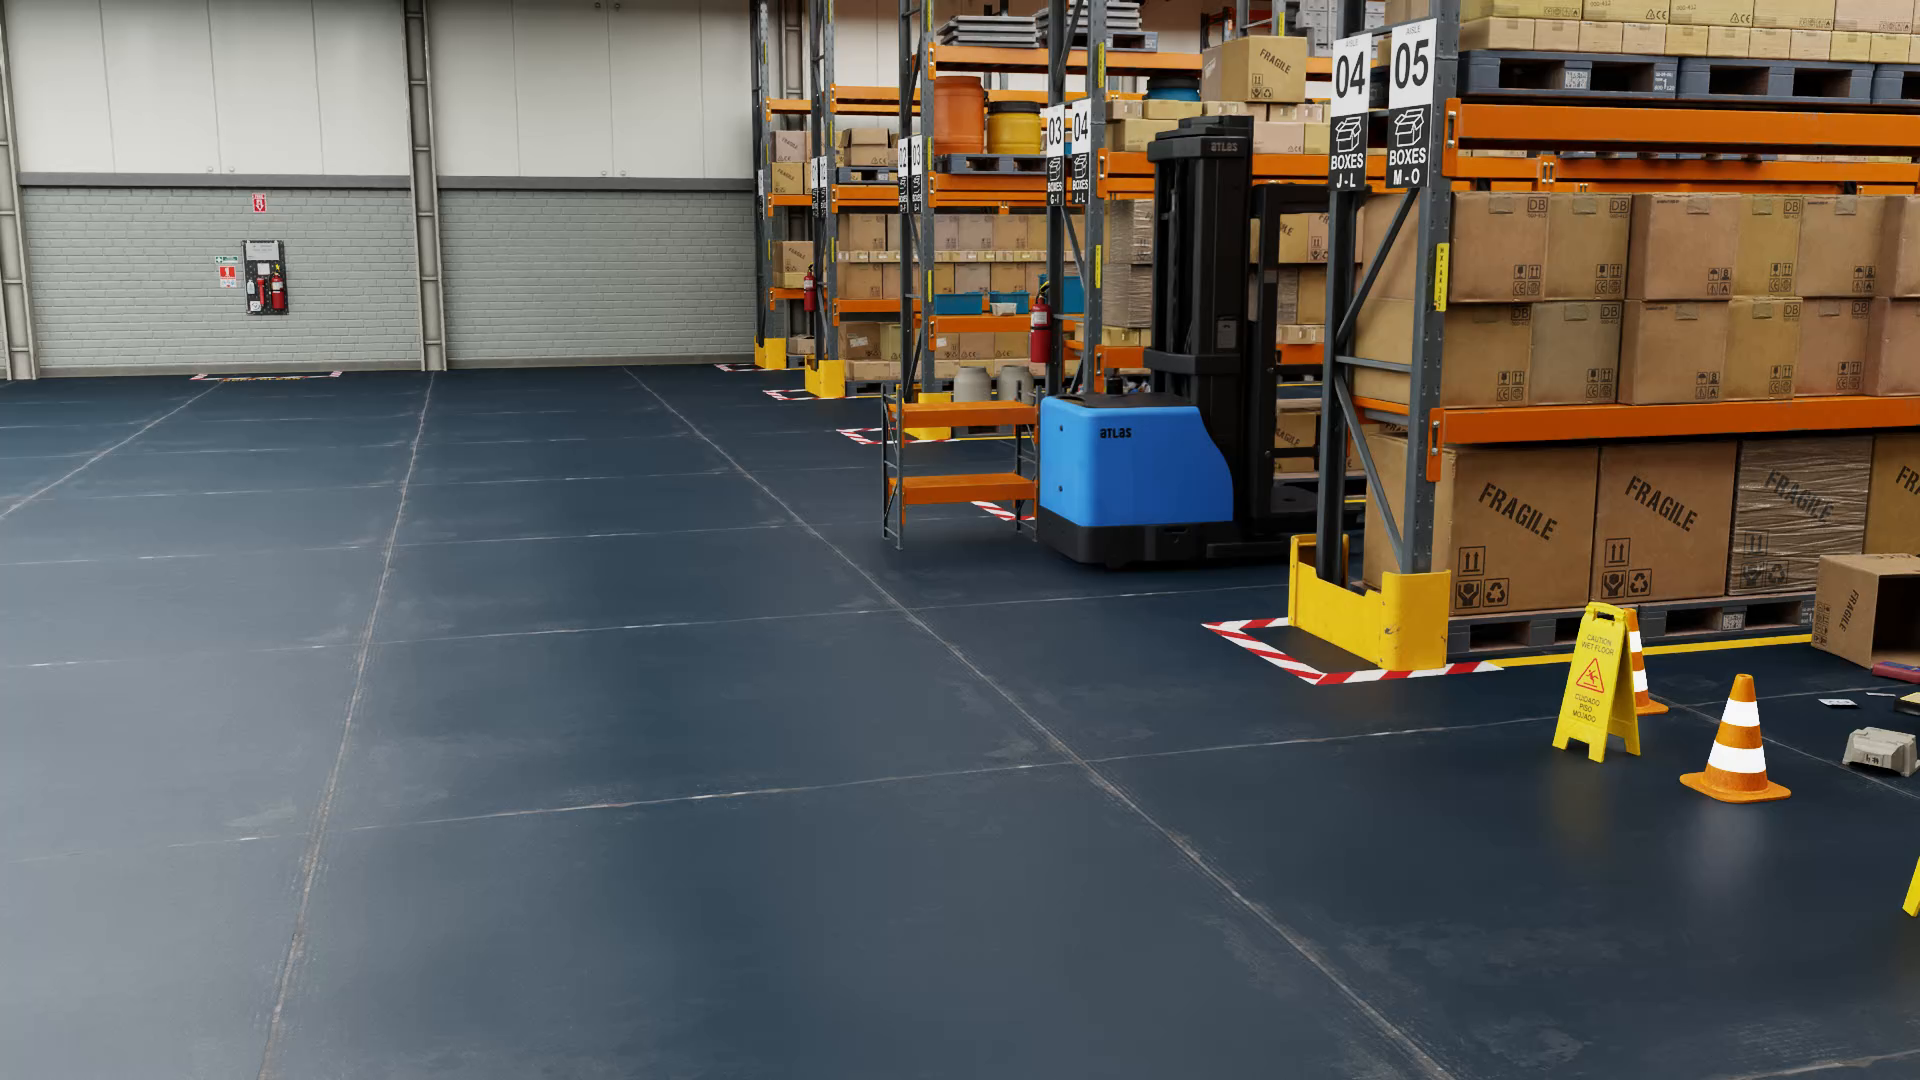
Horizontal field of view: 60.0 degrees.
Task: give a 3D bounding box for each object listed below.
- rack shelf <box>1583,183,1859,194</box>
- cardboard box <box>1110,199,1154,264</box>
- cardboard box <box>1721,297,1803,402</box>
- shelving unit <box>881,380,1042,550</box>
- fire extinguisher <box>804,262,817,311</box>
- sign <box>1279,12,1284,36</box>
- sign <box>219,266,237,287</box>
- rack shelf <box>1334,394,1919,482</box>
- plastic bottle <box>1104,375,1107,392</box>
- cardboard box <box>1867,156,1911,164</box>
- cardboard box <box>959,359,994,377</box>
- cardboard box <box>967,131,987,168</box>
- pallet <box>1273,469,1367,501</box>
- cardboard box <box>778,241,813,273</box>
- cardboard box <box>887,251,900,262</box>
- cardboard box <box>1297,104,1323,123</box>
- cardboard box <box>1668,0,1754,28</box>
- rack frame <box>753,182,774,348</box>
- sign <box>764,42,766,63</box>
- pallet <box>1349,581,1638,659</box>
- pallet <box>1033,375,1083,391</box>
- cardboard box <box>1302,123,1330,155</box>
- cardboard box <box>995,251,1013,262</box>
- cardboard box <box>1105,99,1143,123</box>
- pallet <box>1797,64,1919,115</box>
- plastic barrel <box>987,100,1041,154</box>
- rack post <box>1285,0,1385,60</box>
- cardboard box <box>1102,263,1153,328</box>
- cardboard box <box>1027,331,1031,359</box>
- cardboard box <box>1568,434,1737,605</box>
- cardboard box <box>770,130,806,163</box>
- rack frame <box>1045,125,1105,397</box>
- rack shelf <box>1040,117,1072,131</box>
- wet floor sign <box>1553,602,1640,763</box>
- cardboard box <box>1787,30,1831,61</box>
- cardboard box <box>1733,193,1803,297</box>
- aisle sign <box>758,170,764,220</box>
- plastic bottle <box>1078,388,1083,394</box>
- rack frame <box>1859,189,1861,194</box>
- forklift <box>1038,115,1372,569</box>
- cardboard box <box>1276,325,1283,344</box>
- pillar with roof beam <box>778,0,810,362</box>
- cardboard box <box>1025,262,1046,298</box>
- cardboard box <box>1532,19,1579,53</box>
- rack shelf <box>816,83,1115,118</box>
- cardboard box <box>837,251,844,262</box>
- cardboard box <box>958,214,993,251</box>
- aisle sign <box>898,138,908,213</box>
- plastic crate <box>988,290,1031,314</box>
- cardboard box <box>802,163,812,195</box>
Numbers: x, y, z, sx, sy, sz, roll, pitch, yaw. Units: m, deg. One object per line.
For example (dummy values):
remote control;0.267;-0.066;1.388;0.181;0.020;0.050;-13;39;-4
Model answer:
rack shelf;9.132;-4.272;20.671;4.000;0.370;1.077;-3;11;-16
cardboard box;1.519;-2.451;13.219;0.500;0.500;0.500;-3;11;-16
cardboard box;4.140;-1.089;9.263;0.500;0.550;0.875;-3;11;-16
shelving unit;0.006;-0.554;11.946;1.048;1.125;0.538;-3;11;-16
fire extinguisher;-2.094;-3.543;23.220;0.183;0.674;0.296;-3;11;-16
sign;3.514;-5.599;18.181;0.005;0.325;0.100;-3;11;-16
sign;-11.512;-4.138;26.142;0.234;0.329;0.001;-3;11;-16
rack shelf;4.124;-0.664;9.355;4.000;0.370;1.077;-3;11;-16
plastic bottle;1.712;-1.752;19.378;0.185;0.351;0.144;-3;11;-14
cardboard box;8.208;-3.523;15.030;0.500;0.250;0.500;-3;11;-16
cardboard box;0.167;-2.424;23.366;0.500;0.250;0.500;-3;11;-16
cardboard box;0.374;-5.448;23.241;0.637;0.503;0.797;-2;11;-10
pallet;2.947;-0.512;14.246;1.213;0.211;1.003;-3;11;-16
cardboard box;-2.696;-4.644;27.274;0.500;0.500;0.500;-3;11;-16
cardboard box;-0.921;-3.883;22.786;0.250;0.149;0.380;-3;11;-16
cardboard box;2.729;-3.436;13.452;0.250;0.149;0.380;-3;11;-17
cardboard box;3.711;-2.751;8.578;0.500;0.250;0.500;-3;11;-16
rack frame;-3.239;-4.367;27.483;0.127;3.000;1.000;-3;11;-16
sign;-3.087;-7.721;26.336;0.005;0.325;0.100;-3;11;-16
pallet;2.950;0.401;9.286;1.213;0.211;1.003;-3;11;-16
pallet;1.215;-2.304;23.980;1.213;0.211;1.003;-3;11;-16
cardboard box;2.918;-3.243;13.510;0.500;0.250;0.500;-3;11;-14
cardboard box;0.569;-3.962;23.214;0.250;0.149;0.380;-3;11;-14
cardboard box;1.244;-3.355;13.015;0.250;0.149;0.380;-3;11;-16
pallet;5.256;-2.511;9.361;1.213;0.211;1.003;-3;11;-16
plastic barrel;0.589;-4.499;18.235;0.600;0.588;0.600;0;10;0
rack post;5.238;-6.011;19.289;3.121;1.000;1.013;-3;11;-16
cardboard box;1.451;-2.002;13.541;0.500;0.500;0.875;-3;11;-16
cardboard box;1.123;-2.847;23.589;0.500;0.500;0.500;-3;11;-16
cardboard box;3.681;-0.169;9.387;0.875;0.875;0.875;-3;11;-17
cardboard box;-2.801;-6.370;26.987;0.500;0.500;0.500;-4;11;-20
rack frame;0.915;-1.784;13.451;0.127;3.000;1.000;-3;11;-16
rack shelf;2.522;-7.071;28.691;4.000;0.370;1.077;-3;11;-16
wet floor sign;2.730;0.587;7.075;0.232;0.644;0.267;-5;12;-26
cardboard box;4.319;-2.575;8.721;0.250;0.149;0.380;-3;11;-16
cardboard box;4.122;-1.631;9.226;0.500;0.550;0.875;-3;11;-16
aisle sign;-3.224;-5.590;26.945;0.004;0.787;0.394;-3;11;-16
plastic bottle;1.358;-1.557;18.540;0.097;0.271;0.097;0;10;0
rack frame;11.052;-3.252;21.427;0.127;3.000;1.000;-3;11;-16
forklift;2.121;-1.373;11.411;3.031;2.935;1.130;-3;11;-14
cardboard box;2.453;-1.698;13.677;0.250;0.149;0.380;-3;11;-16
pillar with roof beam;-1.605;-6.755;23.884;0.400;9.000;9.100;-3;11;-16
cardboard box;1.061;-3.706;23.618;0.500;0.500;0.700;-3;11;-17
cardboard box;2.867;-2.498;8.306;0.250;0.149;0.380;-3;11;-15
rack shelf;0.070;-6.007;22.915;4.000;0.370;1.077;-3;11;-16
cardboard box;-1.537;-3.927;23.024;0.250;0.149;0.380;-3;11;-17
cardboard box;0.120;-4.296;23.238;0.500;0.500;0.700;-3;11;-16
aisle sign;-0.622;-3.971;18.154;0.004;0.787;0.394;-3;11;-16
plastic crate;0.552;-2.681;18.735;0.408;0.251;0.499;-3;11;-16
cardboard box;-2.322;-5.896;27.171;0.500;0.500;0.500;-2;11;-12
